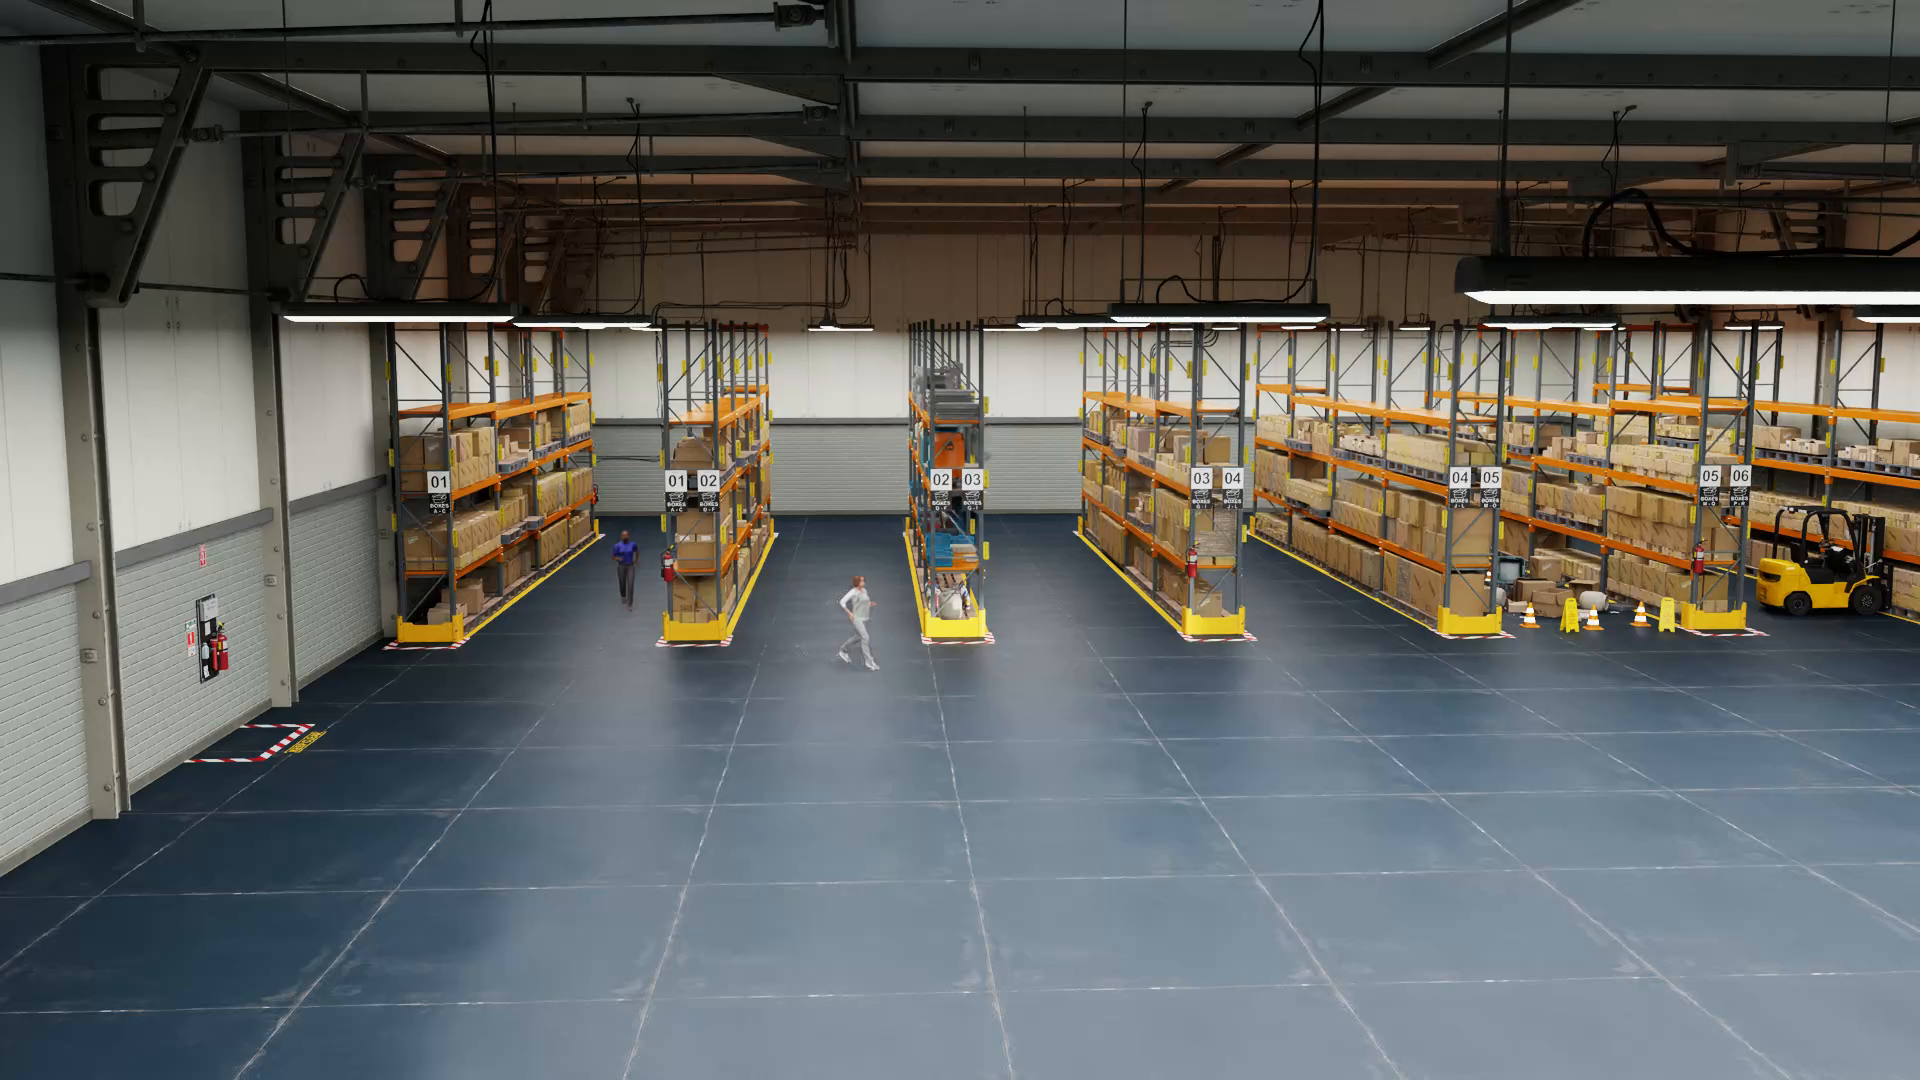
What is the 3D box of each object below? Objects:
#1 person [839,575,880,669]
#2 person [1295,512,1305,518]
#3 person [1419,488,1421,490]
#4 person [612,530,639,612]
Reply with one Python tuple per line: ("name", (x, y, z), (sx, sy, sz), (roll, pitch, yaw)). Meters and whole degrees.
("person", (-1.742, 1.390, 28.550), (0.867, 1.597, 0.529), (3, 8, 26))
("person", (9.859, -1.161, 49.197), (0.615, 1.613, 0.855), (-6, 9, -40))
("person", (13.922, -1.259, 49.579), (1.079, 1.709, 0.767), (1, 7, 11))
("person", (-6.951, 0.618, 34.612), (0.579, 1.657, 0.923), (-2, 7, -14))
